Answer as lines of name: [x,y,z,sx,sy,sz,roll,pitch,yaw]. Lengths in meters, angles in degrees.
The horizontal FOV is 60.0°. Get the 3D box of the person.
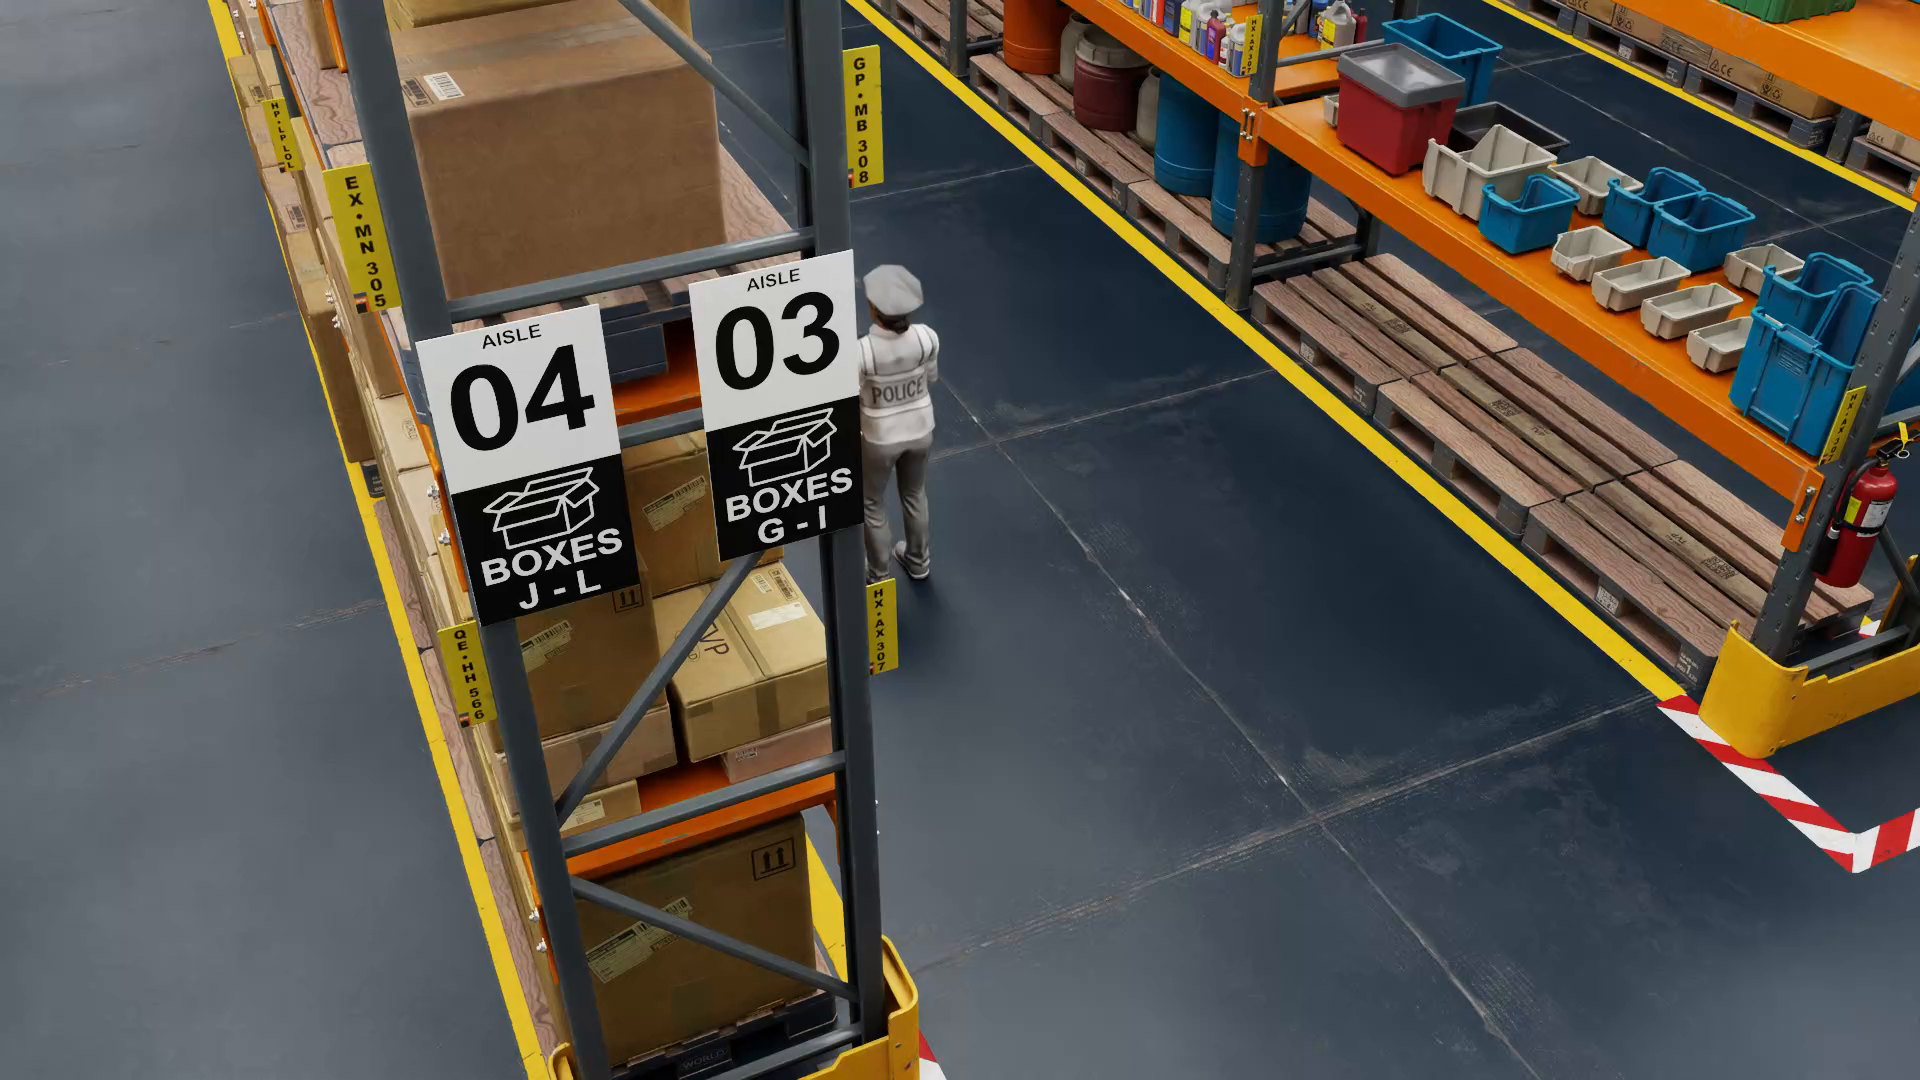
person: [-0.333,-0.518,7.504,0.465,1.690,0.550,-16,40,-20]
